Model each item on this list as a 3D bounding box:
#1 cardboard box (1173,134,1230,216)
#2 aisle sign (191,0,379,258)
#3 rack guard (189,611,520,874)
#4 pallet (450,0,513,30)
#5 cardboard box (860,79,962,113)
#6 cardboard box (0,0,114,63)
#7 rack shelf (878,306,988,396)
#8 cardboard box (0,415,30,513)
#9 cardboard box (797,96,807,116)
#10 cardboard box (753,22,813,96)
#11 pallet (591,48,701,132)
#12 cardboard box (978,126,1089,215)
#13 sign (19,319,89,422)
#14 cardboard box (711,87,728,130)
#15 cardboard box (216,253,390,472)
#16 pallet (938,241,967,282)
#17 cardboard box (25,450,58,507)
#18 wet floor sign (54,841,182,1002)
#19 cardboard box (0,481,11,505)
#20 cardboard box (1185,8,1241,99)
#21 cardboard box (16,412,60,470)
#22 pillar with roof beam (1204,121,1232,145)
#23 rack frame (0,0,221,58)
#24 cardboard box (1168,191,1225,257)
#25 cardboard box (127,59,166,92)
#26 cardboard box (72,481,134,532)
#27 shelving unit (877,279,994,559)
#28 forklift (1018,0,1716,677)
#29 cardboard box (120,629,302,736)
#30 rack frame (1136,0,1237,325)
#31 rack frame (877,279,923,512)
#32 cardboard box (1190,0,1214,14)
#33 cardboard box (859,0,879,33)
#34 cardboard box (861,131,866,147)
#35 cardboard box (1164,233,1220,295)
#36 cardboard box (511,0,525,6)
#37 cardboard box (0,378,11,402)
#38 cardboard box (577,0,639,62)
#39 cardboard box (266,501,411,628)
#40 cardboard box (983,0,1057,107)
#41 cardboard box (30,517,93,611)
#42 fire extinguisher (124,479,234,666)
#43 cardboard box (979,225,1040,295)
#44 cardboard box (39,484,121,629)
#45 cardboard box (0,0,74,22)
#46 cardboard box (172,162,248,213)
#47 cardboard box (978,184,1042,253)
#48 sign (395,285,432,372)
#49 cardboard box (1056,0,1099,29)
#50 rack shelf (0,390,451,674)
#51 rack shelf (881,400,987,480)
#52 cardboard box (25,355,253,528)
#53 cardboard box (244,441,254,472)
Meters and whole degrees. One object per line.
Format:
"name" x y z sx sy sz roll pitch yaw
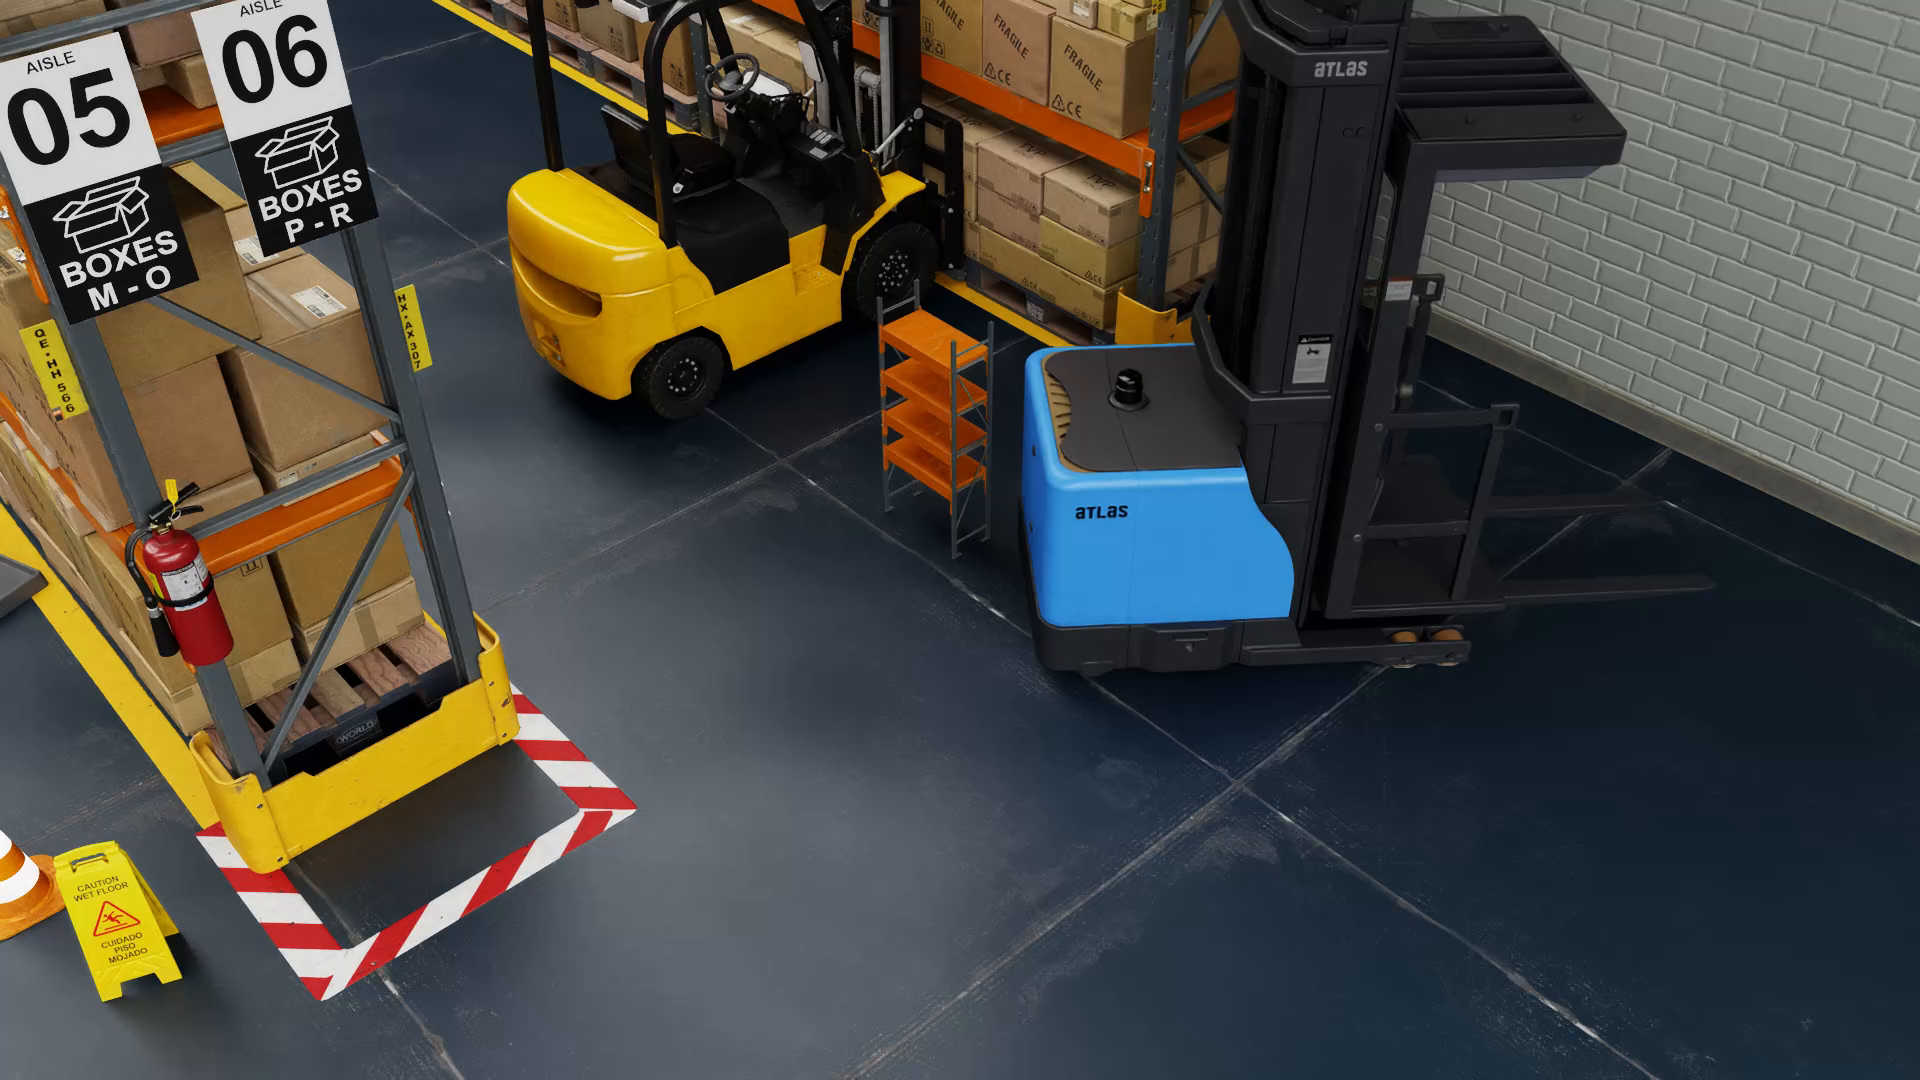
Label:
"cardboard box" 1.154 -2.060 9.179 0.500 0.250 0.500 -31 48 -32
"aisle sign" -2.044 -1.277 5.083 0.394 0.787 0.004 -30 48 -32
"rack guard" -2.365 0.774 6.601 1.175 0.500 0.348 -30 48 -32
"pallet" -3.543 -4.494 13.354 1.003 0.211 1.213 -30 48 -32
"cardboard box" -0.237 -2.538 9.771 0.500 0.250 0.500 -31 48 -33
"cardboard box" -2.858 -1.510 4.935 0.500 0.250 0.500 -31 48 -32
"rack shelf" -0.112 -0.849 7.429 0.258 0.148 0.480 -30 48 -32
"cardboard box" -4.099 -0.528 7.482 0.500 0.500 0.500 -27 46 -30
"cardboard box" -0.924 -2.826 10.526 0.500 0.250 0.500 -30 48 -32
"cardboard box" -0.931 -3.010 10.355 0.500 0.250 0.500 -30 48 -32
"pallet" -1.893 -3.365 11.956 1.003 0.211 1.213 -30 48 -32
"cardboard box" 0.449 -2.071 9.193 0.500 0.250 0.500 -29 47 -31
"sign" -2.736 -0.510 5.029 0.100 0.325 0.005 -30 48 -32
"cardboard box" -1.282 -2.854 10.959 0.500 0.250 0.500 -29 47 -31
"cardboard box" -2.430 -0.655 6.065 0.500 0.500 0.500 -31 48 -32
"pallet" -0.029 -2.090 10.377 1.003 0.211 1.213 -30 48 -32
"cardboard box" -3.513 -0.320 6.707 0.380 0.149 0.250 -29 47 -31
"wet floor sign" -2.974 1.296 5.840 0.267 0.644 0.232 -15 41 -17
"cardboard box" -4.450 -0.478 8.016 0.500 0.250 0.500 -27 46 -30
"cardboard box" 1.209 -2.660 8.785 0.500 0.500 0.500 -28 47 -30
"cardboard box" -3.331 -0.452 6.330 0.380 0.149 0.250 -29 47 -31
"pillar with roof beam" -1.638 -3.484 5.109 9.100 9.000 0.400 -30 48 -32
"rack frame" -2.314 -2.497 3.887 1.000 3.000 0.127 -30 48 -32
"cardboard box" 1.175 -1.868 9.340 0.500 0.250 0.500 -29 47 -31
"cardboard box" -2.543 -1.607 5.373 0.380 0.149 0.250 -32 48 -33
"cardboard box" -2.977 -0.218 6.040 0.380 0.149 0.250 -31 48 -32
"shelving unit" -0.112 -0.543 7.676 0.258 1.200 0.503 -30 48 -32
"forklift" 1.813 -0.910 6.752 3.031 2.935 1.130 -2 39 -3
"cardboard box" -3.075 0.472 6.840 0.500 0.250 0.500 -30 48 -32
"rack frame" 1.340 -2.274 8.386 1.000 3.000 0.127 -30 48 -32
"rack frame" -0.277 -0.656 7.816 0.240 1.200 0.015 -30 48 -32
"cardboard box" 1.301 -2.832 8.482 0.380 0.149 0.250 -31 48 -33
"cardboard box" -0.225 -3.138 9.376 0.500 0.500 0.500 -30 47 -31
"cardboard box" -0.251 -2.354 9.942 0.500 0.250 0.500 -30 48 -32
"cardboard box" 1.152 -1.678 9.502 0.500 0.250 0.500 -30 48 -32
"cardboard box" -3.211 -4.622 12.850 0.875 0.625 0.625 -28 47 -30
"cardboard box" -3.555 -0.918 6.391 0.500 0.500 0.500 -30 48 -32
"cardboard box" -2.246 -3.964 12.034 0.875 0.625 0.625 -30 48 -32
"cardboard box" -2.672 -0.050 6.890 0.500 0.500 0.500 -32 49 -33
"cardboard box" 0.469 -2.673 8.801 0.500 0.500 0.500 -28 47 -31
"cardboard box" -3.761 0.001 7.424 0.500 0.250 0.500 -32 49 -33
"fire extinguisher" -2.576 0.116 5.489 0.296 0.674 0.183 -30 48 -32
"cardboard box" 0.460 -1.685 9.511 0.500 0.250 0.500 -30 48 -32
"cardboard box" -3.403 -0.048 6.888 0.500 0.500 0.500 -28 47 -30
"cardboard box" -2.760 -1.573 4.697 0.380 0.149 0.250 -29 47 -31
"cardboard box" -3.128 -1.128 6.651 0.500 0.500 0.500 -31 48 -33
"cardboard box" 0.449 -1.891 9.369 0.500 0.250 0.500 -30 48 -32
"sign" -1.914 -0.730 5.786 0.100 0.325 0.005 -30 48 -32
"cardboard box" 0.704 -2.712 8.333 0.380 0.149 0.250 -29 47 -31
"rack shelf" -3.667 -0.809 7.144 1.077 0.370 4.000 -30 48 -32
"rack shelf" -0.112 -0.491 7.718 0.258 0.148 0.480 -30 48 -32
"cardboard box" -2.884 -0.452 5.813 0.500 0.500 0.500 -31 48 -32
"cardboard box" -2.573 -0.421 6.292 0.380 0.149 0.250 -29 47 -31
